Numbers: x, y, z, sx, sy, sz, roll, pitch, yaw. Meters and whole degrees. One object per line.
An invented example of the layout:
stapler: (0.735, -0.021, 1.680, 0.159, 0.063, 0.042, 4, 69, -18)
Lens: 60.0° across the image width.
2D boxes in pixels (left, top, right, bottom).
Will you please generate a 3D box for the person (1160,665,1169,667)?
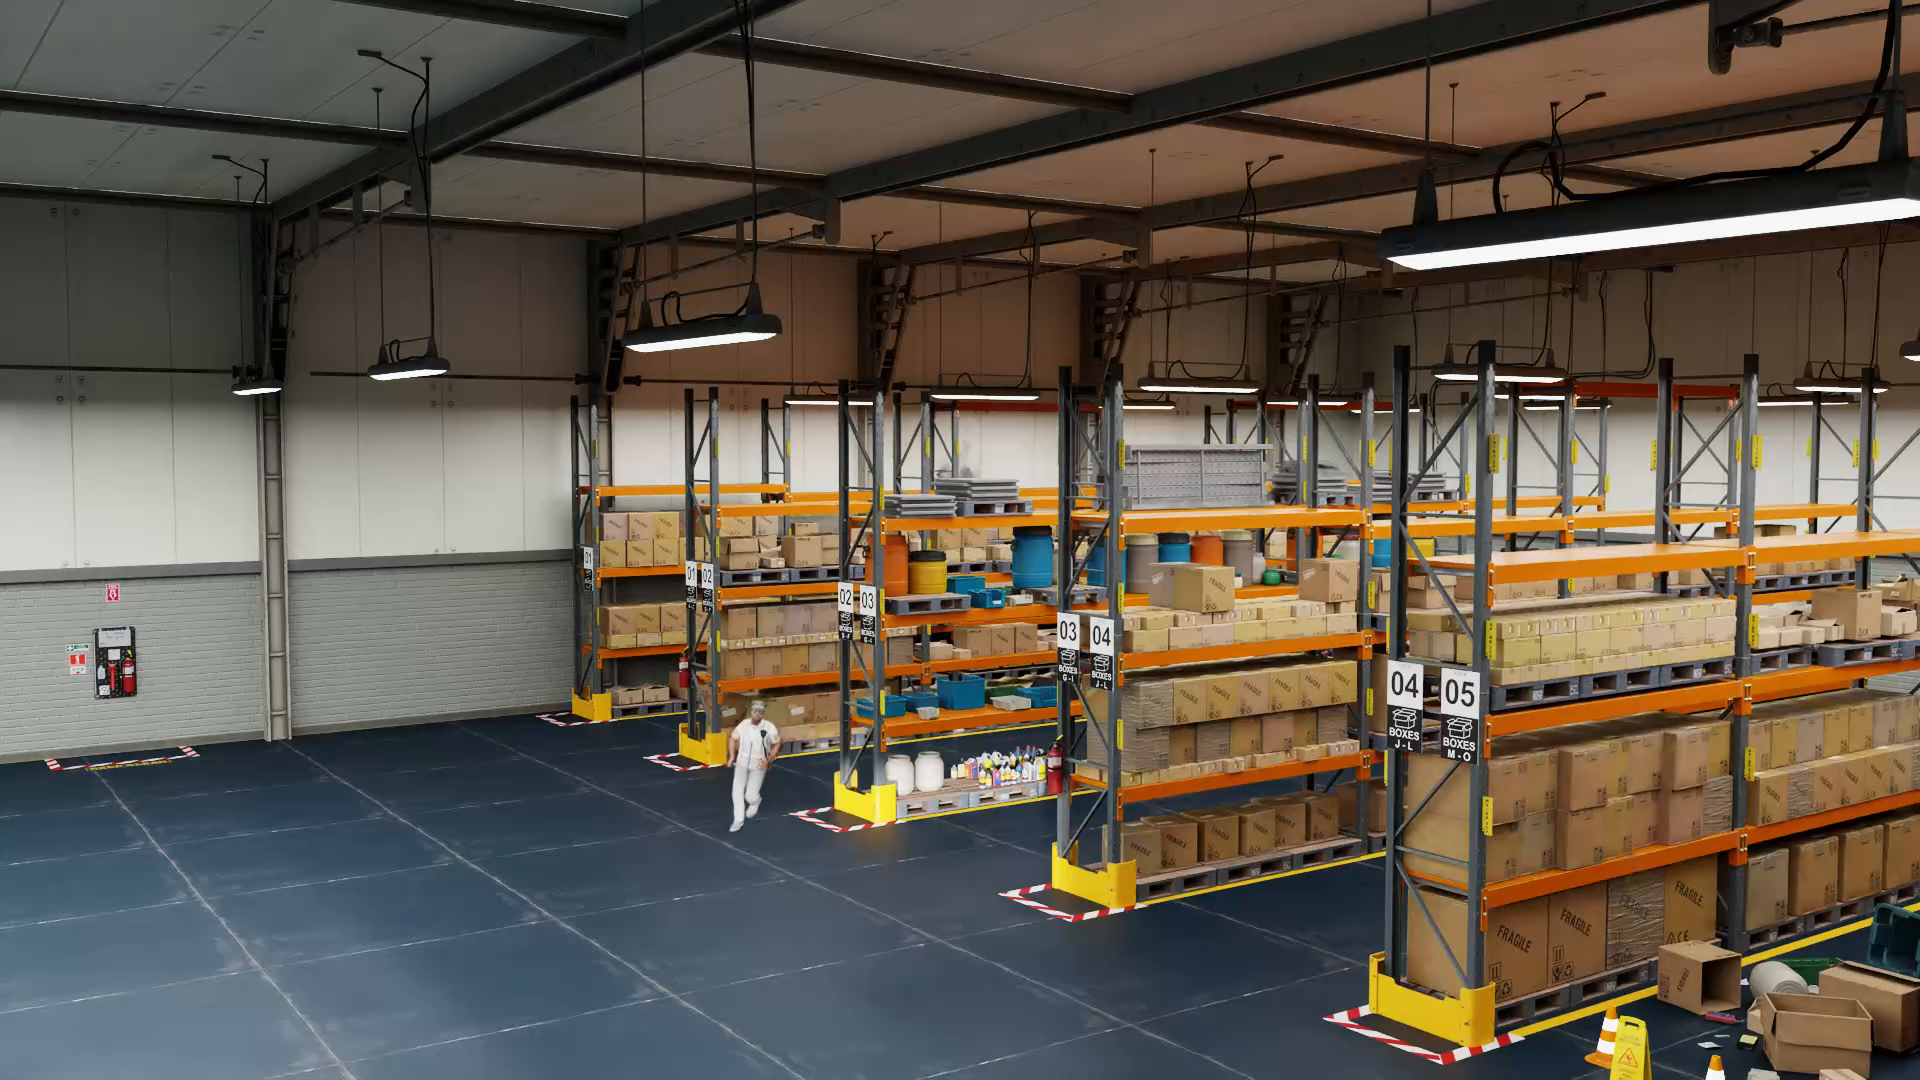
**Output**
person: (3.672, 2.544, 29.030, 0.702, 1.743, 0.820, 3, 5, 41)

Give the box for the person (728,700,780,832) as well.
person: (-2.752, 2.981, 22.150, 0.696, 1.723, 0.618, 1, 3, 8)
